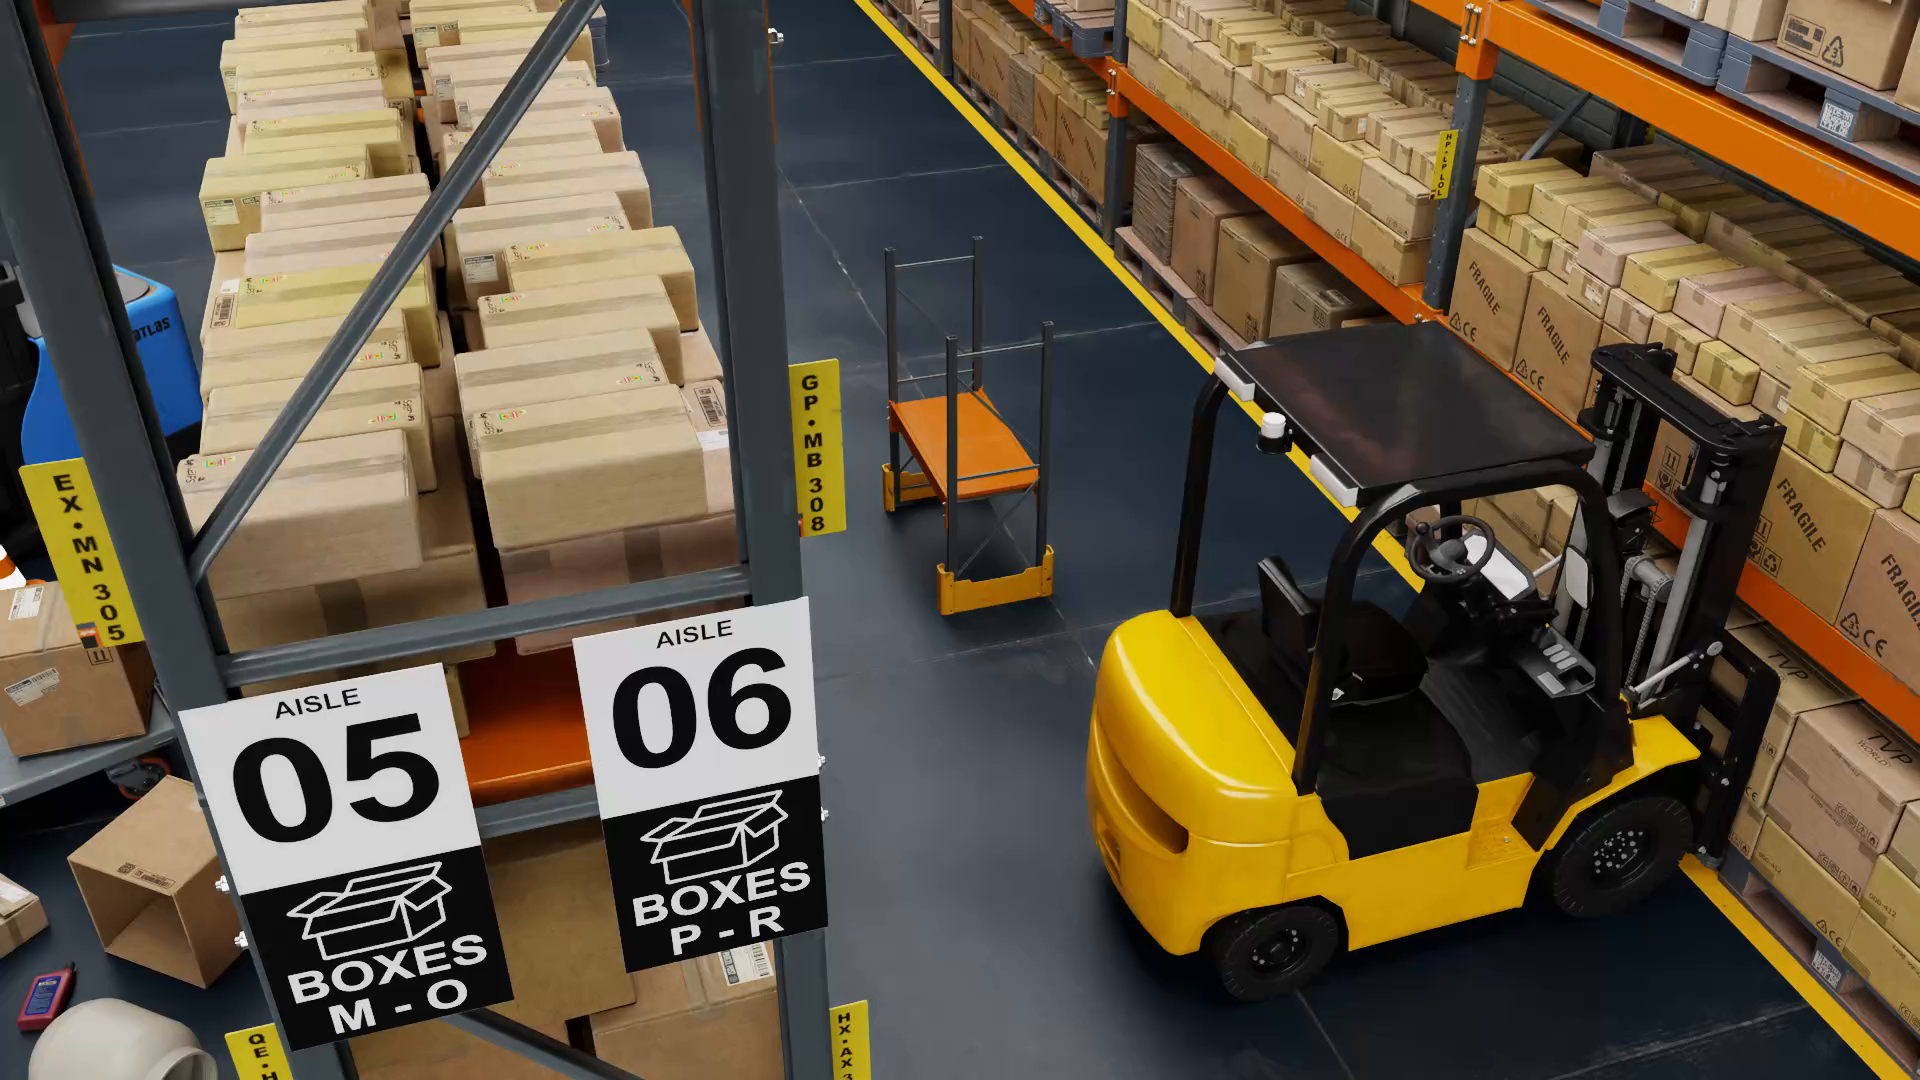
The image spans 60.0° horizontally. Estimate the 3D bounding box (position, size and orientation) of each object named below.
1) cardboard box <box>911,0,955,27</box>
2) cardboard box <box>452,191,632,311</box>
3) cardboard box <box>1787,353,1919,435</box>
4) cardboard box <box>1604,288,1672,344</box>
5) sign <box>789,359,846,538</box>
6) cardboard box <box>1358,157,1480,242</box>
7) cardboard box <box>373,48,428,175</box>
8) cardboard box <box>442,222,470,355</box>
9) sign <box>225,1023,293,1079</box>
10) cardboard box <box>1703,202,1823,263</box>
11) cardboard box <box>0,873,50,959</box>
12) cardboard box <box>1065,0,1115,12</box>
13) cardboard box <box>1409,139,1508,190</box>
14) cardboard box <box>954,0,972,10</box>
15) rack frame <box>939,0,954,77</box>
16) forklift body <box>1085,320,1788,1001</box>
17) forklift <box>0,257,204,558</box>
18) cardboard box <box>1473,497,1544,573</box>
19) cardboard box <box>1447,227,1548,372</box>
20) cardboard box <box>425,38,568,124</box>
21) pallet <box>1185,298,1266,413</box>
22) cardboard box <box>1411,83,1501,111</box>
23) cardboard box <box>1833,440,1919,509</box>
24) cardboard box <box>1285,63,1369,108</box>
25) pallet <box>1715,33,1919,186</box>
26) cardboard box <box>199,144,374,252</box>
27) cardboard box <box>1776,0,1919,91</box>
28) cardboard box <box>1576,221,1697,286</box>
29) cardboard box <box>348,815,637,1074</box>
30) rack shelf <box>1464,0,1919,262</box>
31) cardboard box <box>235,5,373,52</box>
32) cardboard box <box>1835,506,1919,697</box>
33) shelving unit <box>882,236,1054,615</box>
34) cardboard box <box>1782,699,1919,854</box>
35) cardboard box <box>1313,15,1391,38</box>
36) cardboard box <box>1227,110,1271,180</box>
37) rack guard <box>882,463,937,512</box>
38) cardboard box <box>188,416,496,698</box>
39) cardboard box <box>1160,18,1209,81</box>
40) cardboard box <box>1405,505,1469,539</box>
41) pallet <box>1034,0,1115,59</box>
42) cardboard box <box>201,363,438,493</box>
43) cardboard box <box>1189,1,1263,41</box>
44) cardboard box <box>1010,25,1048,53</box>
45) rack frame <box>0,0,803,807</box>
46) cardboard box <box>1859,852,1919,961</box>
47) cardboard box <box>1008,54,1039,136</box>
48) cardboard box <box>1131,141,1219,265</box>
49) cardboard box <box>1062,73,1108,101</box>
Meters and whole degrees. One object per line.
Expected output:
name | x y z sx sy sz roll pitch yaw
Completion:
cardboard box | -0.252 -5.040 15.756 0.396 0.266 0.258 -9 34 -13
cardboard box | -0.955 -0.668 3.823 0.380 0.149 0.250 -10 35 -15
cardboard box | 3.173 -0.517 5.863 0.380 0.149 0.250 -9 35 -14
cardboard box | 2.864 -0.928 6.754 0.380 0.149 0.250 -10 35 -15
sign | -0.242 -0.145 2.736 0.100 0.325 0.005 -10 35 -15
cardboard box | 2.354 -1.736 8.338 0.500 0.250 0.500 -11 35 -16
cardboard box | -1.939 -1.305 5.149 0.500 0.250 0.500 -10 35 -15
cardboard box | -0.984 -0.593 4.072 0.500 0.250 0.500 -9 35 -13
sign | -1.293 1.030 3.134 0.100 0.325 0.005 -10 35 -15
cardboard box | 3.399 -1.298 7.045 0.380 0.149 0.250 -11 35 -16
cardboard box | -3.774 1.391 6.404 0.396 0.266 0.258 19 38 26
cardboard box | 0.961 -3.826 11.666 0.380 0.149 0.250 -9 35 -14
cardboard box | 2.431 -1.829 8.118 0.380 0.149 0.250 -9 34 -13
cardboard box | 0.163 -4.745 14.508 0.380 0.149 0.250 -8 34 -12
rack frame | 0.307 -5.575 14.466 1.000 3.000 0.127 -10 35 -15
forklift body | 1.651 0.391 6.208 2.313 2.155 1.214 -10 35 -15
forklift | -5.414 -1.148 7.829 1.130 2.935 3.031 21 39 28
cardboard box | 2.756 -0.041 7.752 0.500 0.250 0.500 -10 35 -15
cardboard box | 2.634 -1.140 7.663 0.500 0.500 0.500 -11 35 -16
cardboard box | -1.342 -1.343 4.846 0.380 0.149 0.250 -11 35 -16
pallet | 2.109 -1.233 10.425 1.003 0.211 1.213 -10 35 -15
cardboard box | 2.639 -2.319 8.860 0.380 0.149 0.250 -10 35 -15
cardboard box | 3.276 -0.262 5.747 0.380 0.149 0.250 -11 35 -16
cardboard box | 2.014 -2.495 9.126 0.380 0.149 0.250 -10 35 -14
pallet | 3.400 -1.506 5.668 1.003 0.211 1.213 -10 35 -15
cardboard box | -1.643 -0.845 4.091 0.380 0.149 0.250 -9 35 -14
cardboard box | 3.241 -1.846 5.536 0.797 0.503 0.637 -9 34 -13
cardboard box | 2.795 -1.187 6.877 0.380 0.149 0.250 -9 35 -14
cardboard box | -1.122 0.748 3.630 0.700 0.500 0.500 -11 35 -16
rack shelf | 3.357 -1.276 5.892 1.077 0.370 4.000 -10 35 -15
cardboard box | -2.015 -1.525 5.121 0.380 0.149 0.250 -11 35 -16
cardboard box | 3.418 0.195 5.643 0.500 0.500 0.500 -9 34 -13
shelving unit | 0.023 -0.586 8.276 0.587 1.500 1.083 -10 35 -15
cardboard box | 3.368 0.824 5.989 0.500 0.250 0.500 -9 35 -14
cardboard box | 2.329 -3.001 9.892 0.380 0.149 0.250 -11 35 -16
cardboard box | 1.899 -2.331 9.694 0.500 0.250 0.500 -9 34 -13
rack guard | -0.129 -0.326 9.016 0.587 0.250 0.087 -10 35 -15
cardboard box | -1.171 0.026 3.136 0.500 0.250 0.500 -10 35 -15
cardboard box | 1.581 -3.084 10.379 0.500 0.250 0.500 -9 34 -13
cardboard box | 2.579 -0.093 8.283 0.500 0.250 0.500 -10 35 -14
pallet | 1.253 -3.739 11.861 1.213 0.211 1.003 -10 35 -15
cardboard box | -1.185 -0.187 3.096 0.380 0.149 0.250 -9 35 -14
cardboard box | 1.621 -3.165 10.139 0.380 0.149 0.250 -10 35 -14
cardboard box | 0.621 -4.070 13.486 0.380 0.149 0.250 -9 34 -13
rack frame | -0.759 -0.941 2.011 1.000 3.000 0.127 -10 35 -15
cardboard box | 3.521 1.286 5.743 0.500 0.250 0.500 -10 35 -15
cardboard box | 0.712 -3.601 13.366 0.500 0.500 0.500 -11 35 -16
cardboard box | 1.704 -2.330 11.328 0.875 0.625 0.625 -9 34 -13
cardboard box | 0.984 -3.378 12.440 0.380 0.149 0.250 -11 35 -16
